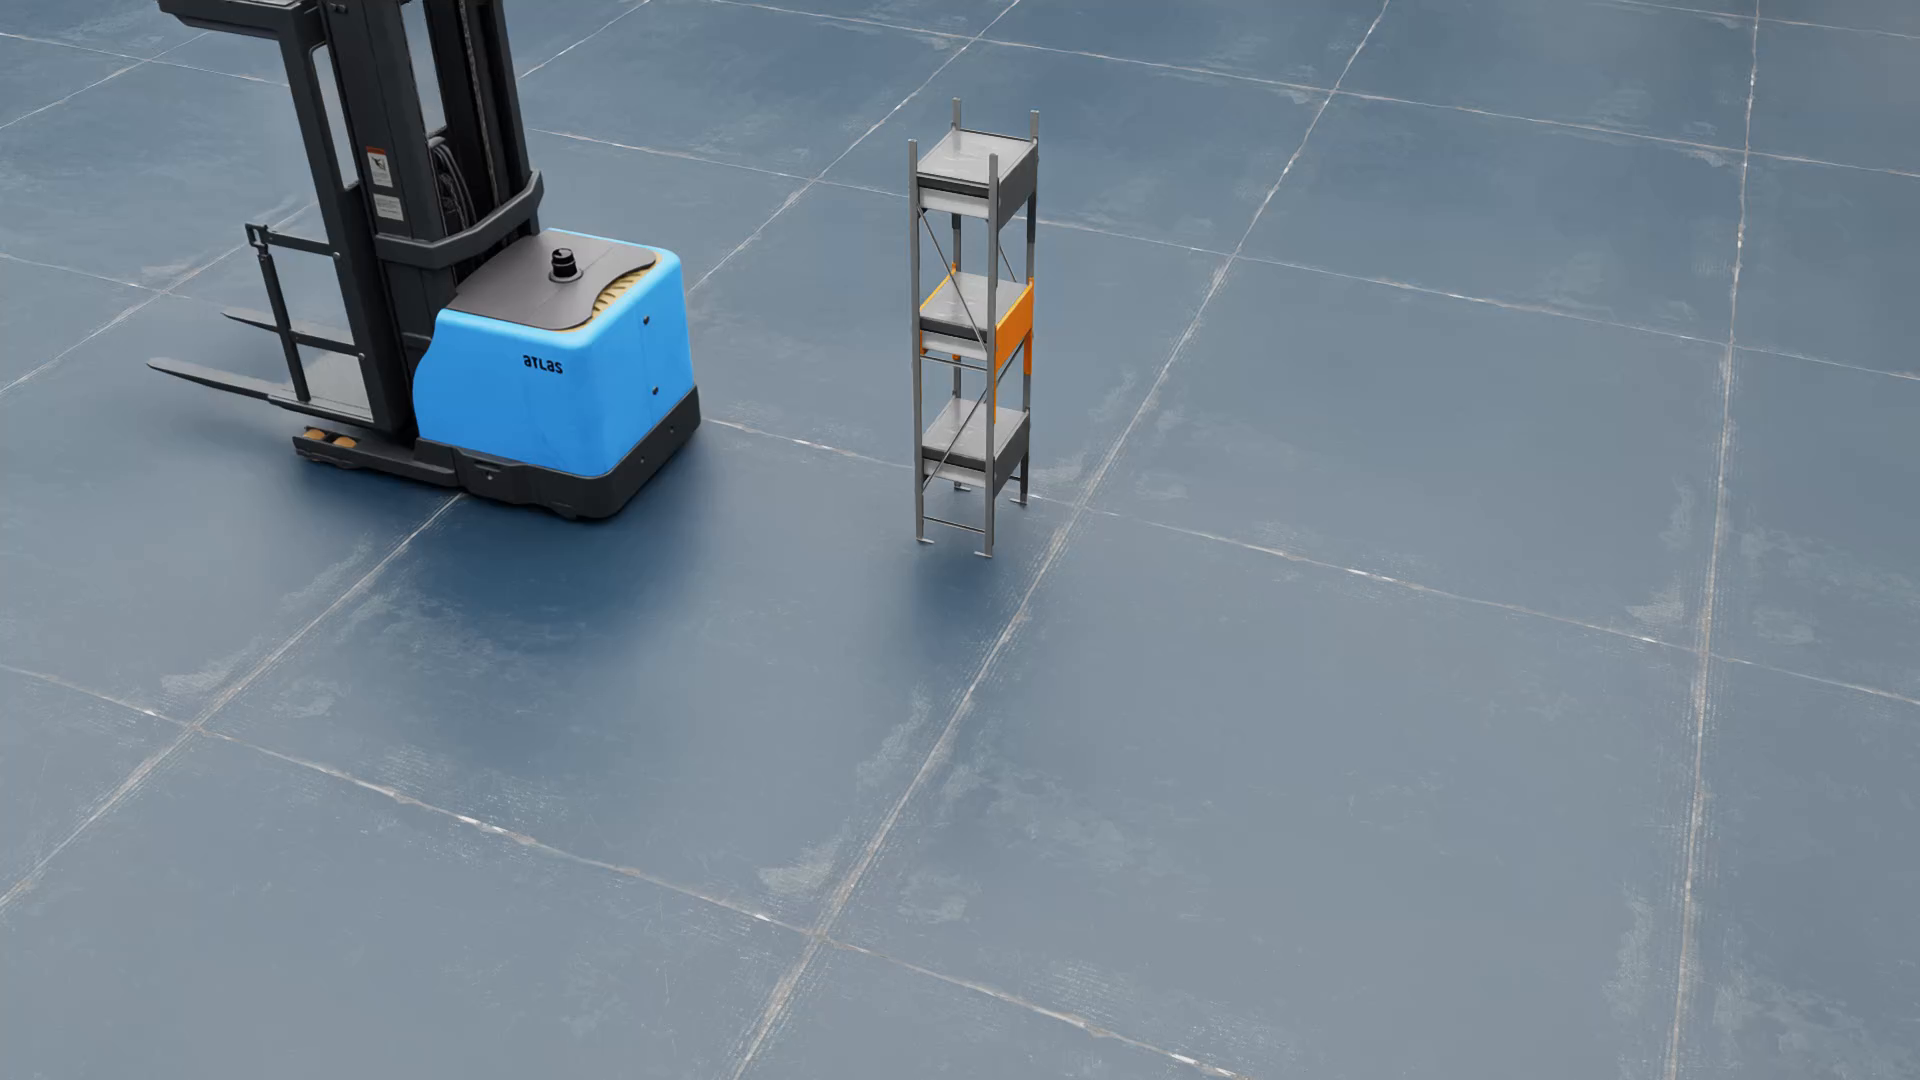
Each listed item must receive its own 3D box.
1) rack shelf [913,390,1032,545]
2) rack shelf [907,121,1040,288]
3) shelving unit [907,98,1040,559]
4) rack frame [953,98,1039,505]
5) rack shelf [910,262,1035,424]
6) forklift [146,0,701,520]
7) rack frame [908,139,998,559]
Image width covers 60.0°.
[{"bbox_3d":[0.063,-0.361,8.171,0.431,0.518,0.480,14,39,18],"label":"rack shelf"},{"bbox_3d":[0.063,-1.482,7.333,0.431,0.518,0.480,14,39,18],"label":"rack shelf"},{"bbox_3d":[0.063,-0.933,7.744,0.431,2.100,0.503,14,39,18],"label":"shelving unit"},{"bbox_3d":[0.156,-1.068,7.925,0.400,2.100,0.015,14,39,18],"label":"rack frame"},{"bbox_3d":[0.063,-0.922,7.752,0.431,0.518,0.480,14,39,18],"label":"rack shelf"},{"bbox_3d":[-2.969,-1.828,8.248,3.031,2.935,1.130,13,39,17],"label":"forklift"},{"bbox_3d":[-0.030,-0.798,7.563,0.400,2.100,0.015,14,39,18],"label":"rack frame"}]
